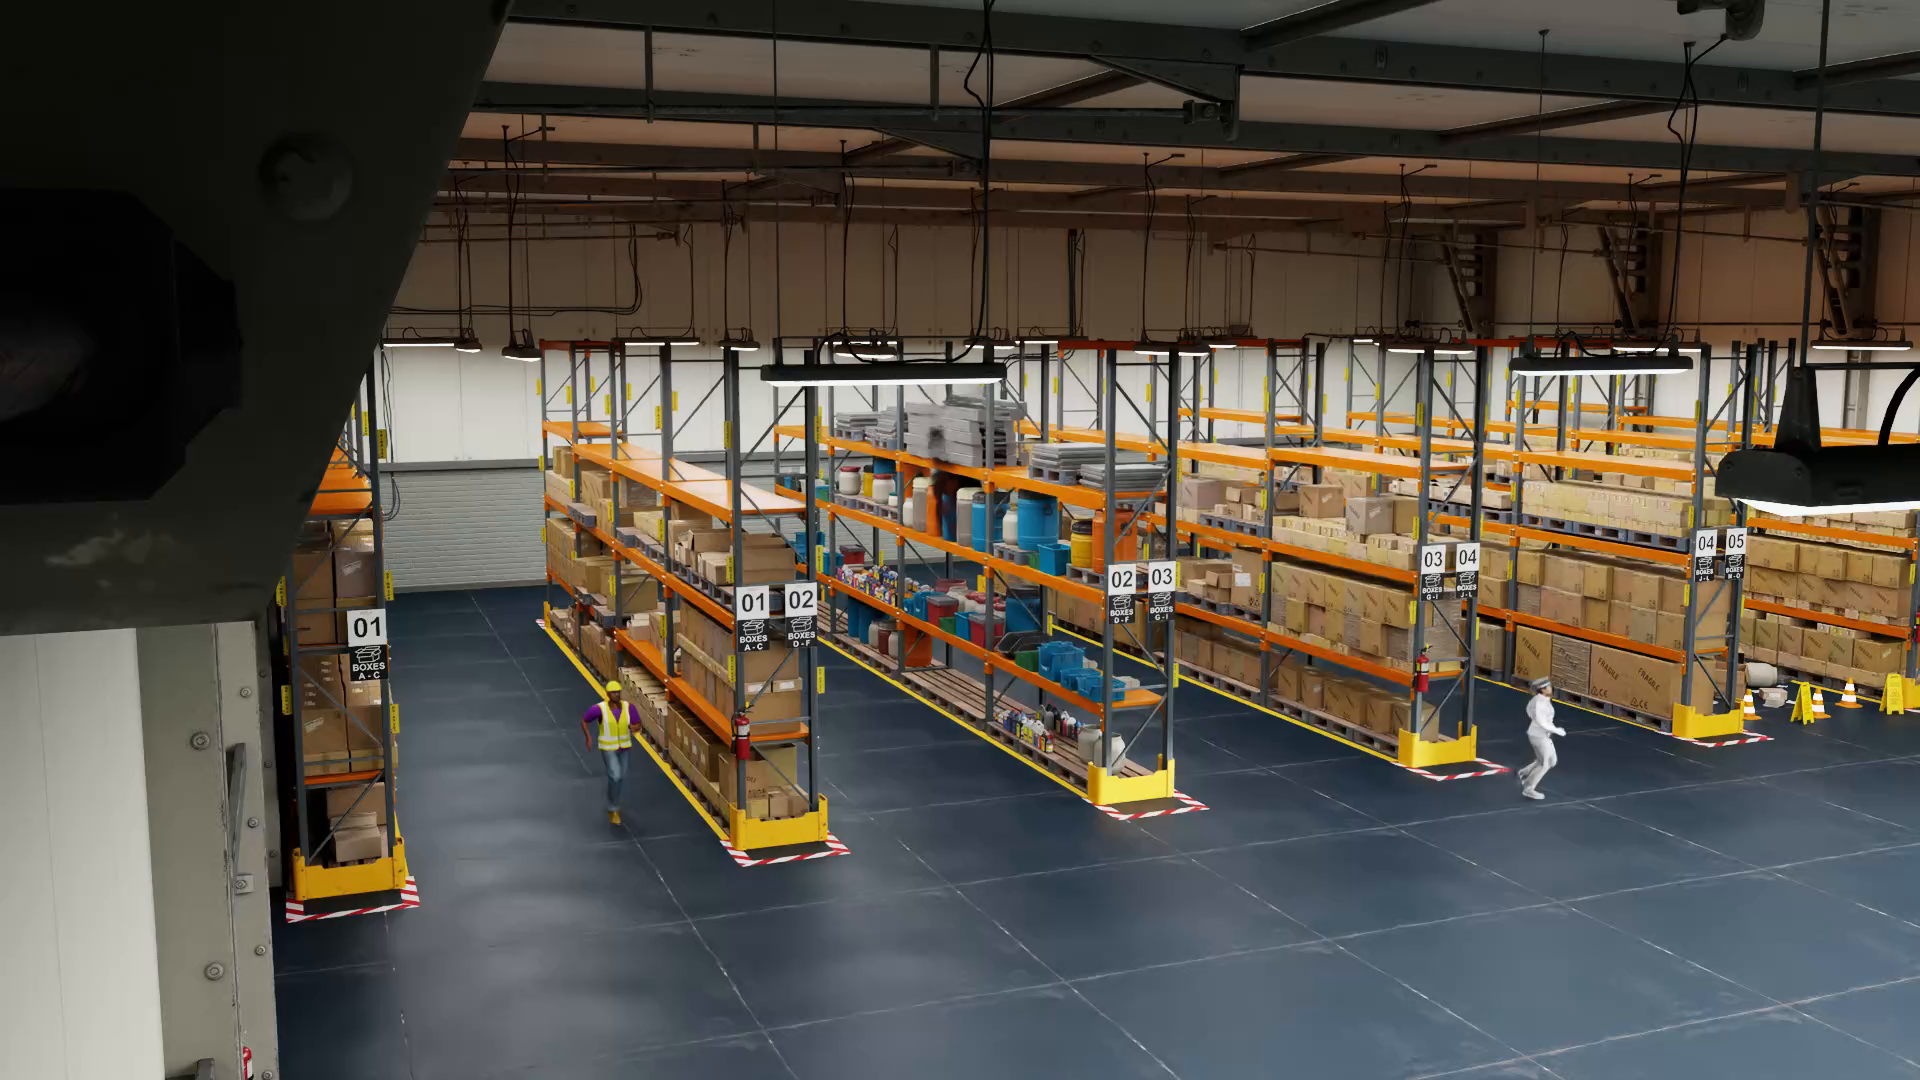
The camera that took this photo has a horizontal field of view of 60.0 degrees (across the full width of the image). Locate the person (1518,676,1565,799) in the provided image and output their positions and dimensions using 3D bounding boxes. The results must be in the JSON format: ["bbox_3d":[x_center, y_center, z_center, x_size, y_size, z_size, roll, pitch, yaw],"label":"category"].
[{"bbox_3d":[7.805,2.629,22.297,0.576,1.660,0.662,2,8,17],"label":"person"}]

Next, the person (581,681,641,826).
[{"bbox_3d":[-4.412,2.703,21.265,0.678,1.830,0.770,-5,9,-36],"label":"person"}]

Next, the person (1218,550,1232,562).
[{"bbox_3d":[6.611,0.091,41.592,0.800,1.734,0.752,5,9,36],"label":"person"}]
